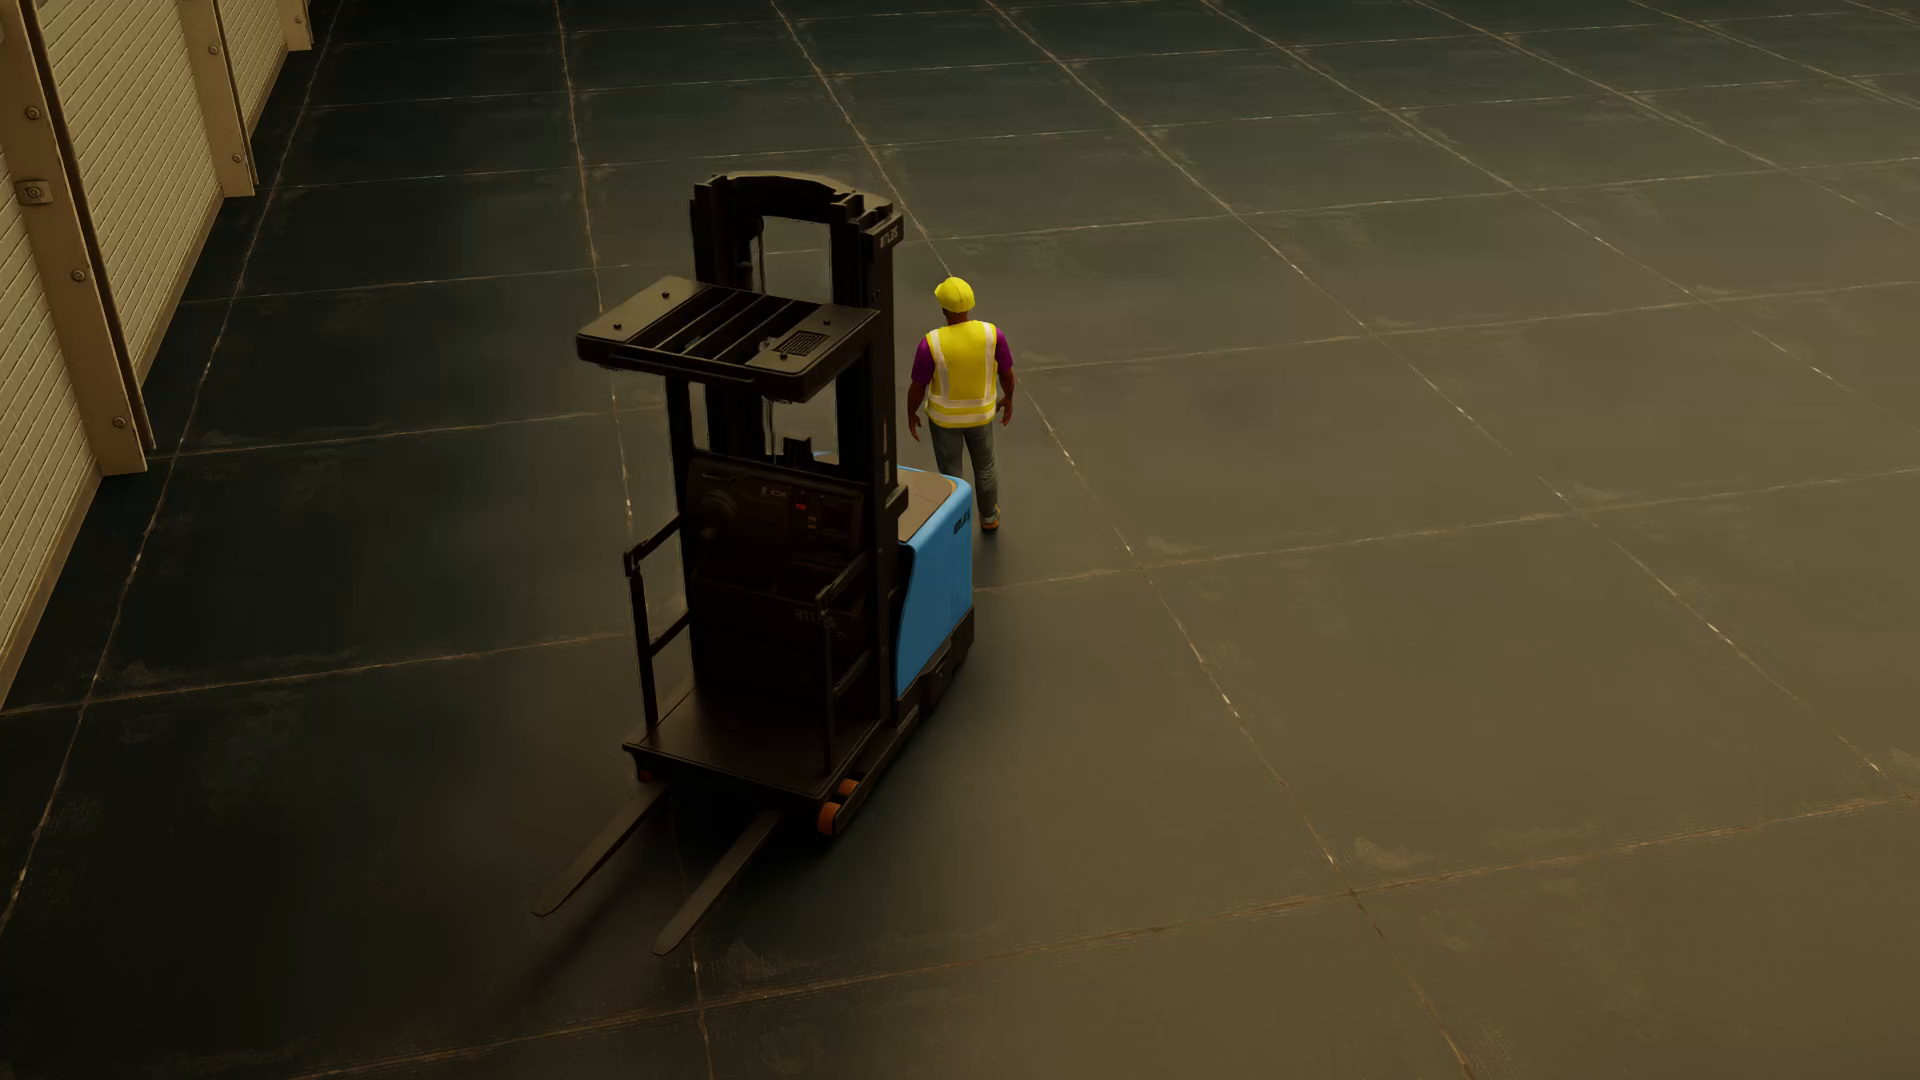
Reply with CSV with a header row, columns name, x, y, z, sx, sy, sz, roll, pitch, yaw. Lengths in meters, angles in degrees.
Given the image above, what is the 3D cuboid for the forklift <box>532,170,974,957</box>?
name,x,y,z,sx,sy,sz,roll,pitch,yaw
forklift,-0.965,-0.081,7.715,1.130,2.935,3.031,12,32,20

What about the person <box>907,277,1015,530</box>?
name,x,y,z,sx,sy,sz,roll,pitch,yaw
person,-0.012,-0.805,10.114,0.665,1.769,0.574,-7,31,-12
